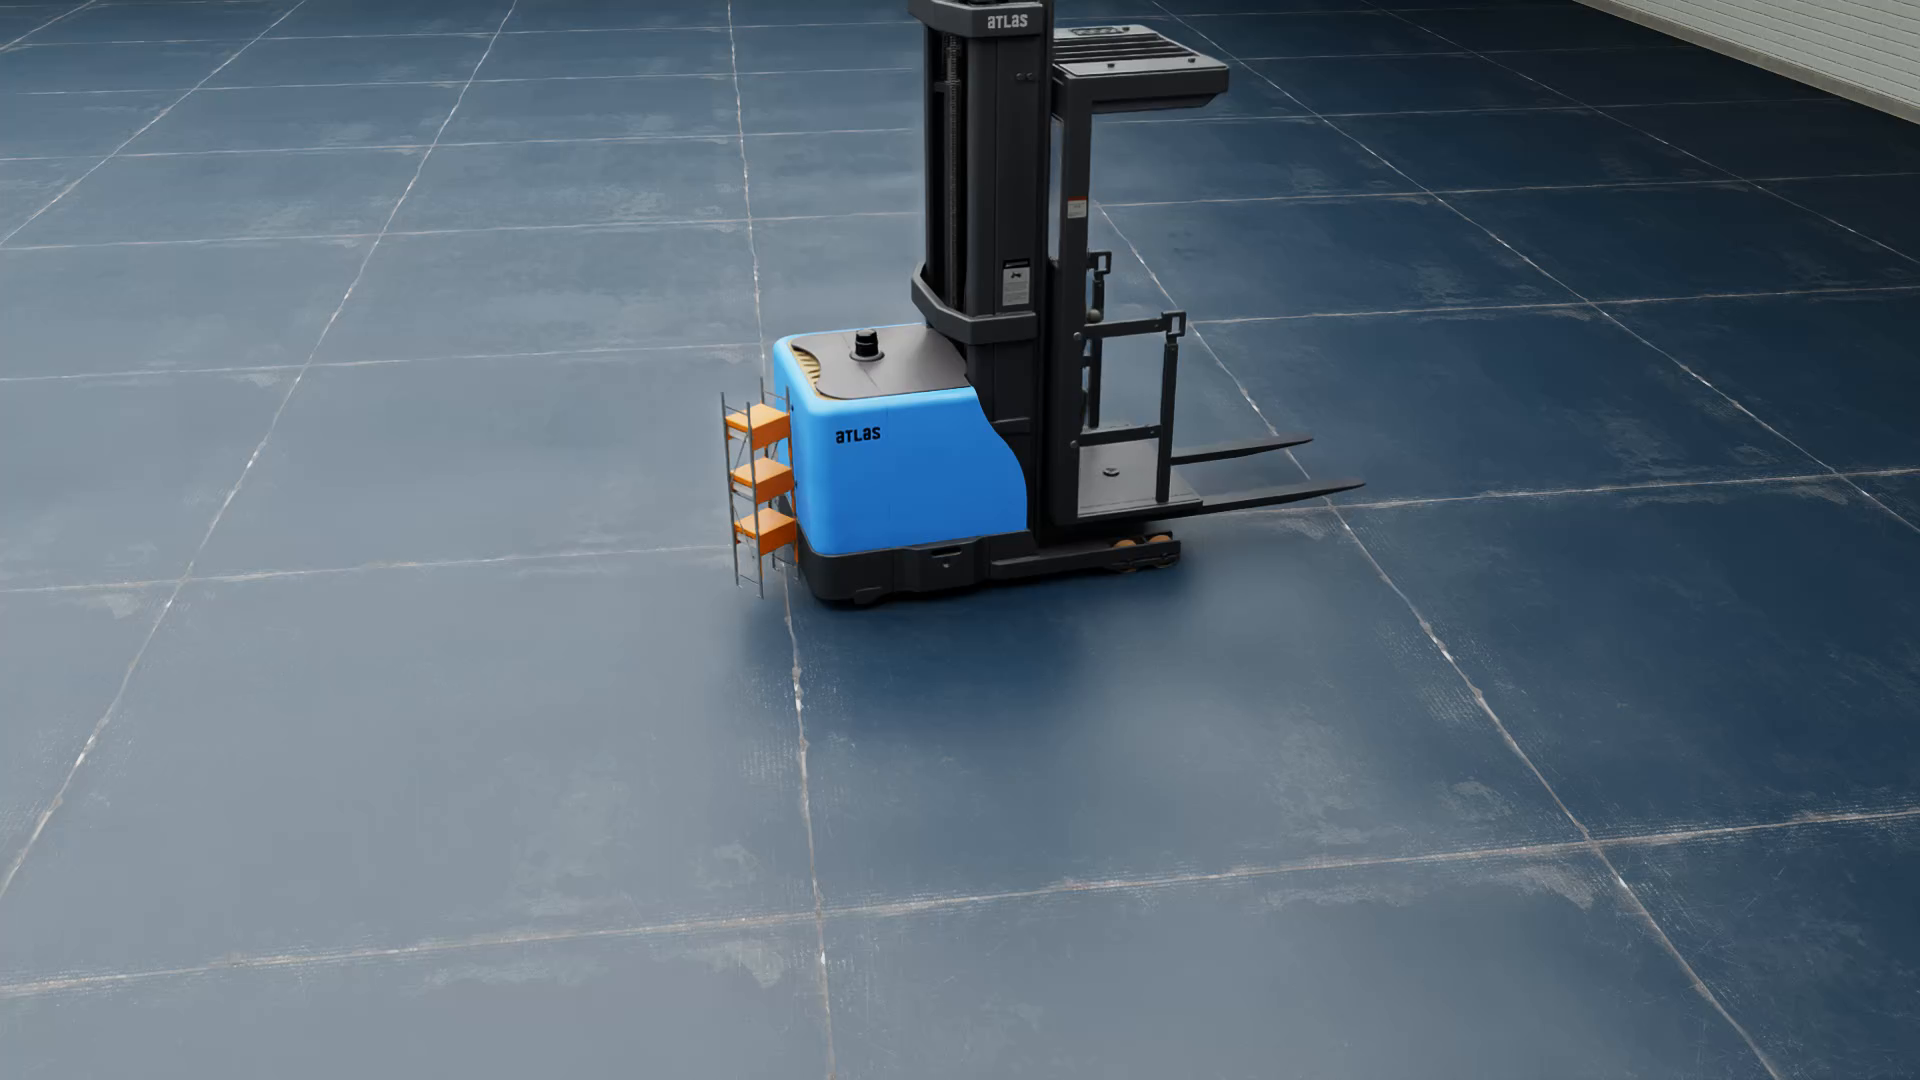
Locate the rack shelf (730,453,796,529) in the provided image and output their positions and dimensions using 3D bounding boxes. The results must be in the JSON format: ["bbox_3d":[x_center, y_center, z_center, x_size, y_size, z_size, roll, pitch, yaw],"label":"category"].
[{"bbox_3d":[-0.965,-0.239,8.086,0.215,0.259,0.240,23,35,37],"label":"rack shelf"}]

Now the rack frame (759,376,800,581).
[{"bbox_3d":[-0.882,-0.290,8.160,0.200,1.050,0.008,23,35,37],"label":"rack frame"}]

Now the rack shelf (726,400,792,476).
[{"bbox_3d":[-0.967,-0.490,7.954,0.215,0.259,0.240,23,35,37],"label":"rack shelf"}]

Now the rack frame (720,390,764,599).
[{"bbox_3d":[-1.047,-0.206,8.001,0.200,1.050,0.008,23,35,37],"label":"rack frame"}]

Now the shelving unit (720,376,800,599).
[{"bbox_3d":[-0.965,-0.248,8.081,0.215,1.050,0.252,23,35,37],"label":"shelving unit"}]

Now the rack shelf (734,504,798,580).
[{"bbox_3d":[-0.963,0.008,8.214,0.215,0.259,0.240,23,35,37],"label":"rack shelf"}]

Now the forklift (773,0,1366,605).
[{"bbox_3d":[0.619,-1.360,8.189,3.031,2.935,1.130,-8,28,-14],"label":"forklift"}]
